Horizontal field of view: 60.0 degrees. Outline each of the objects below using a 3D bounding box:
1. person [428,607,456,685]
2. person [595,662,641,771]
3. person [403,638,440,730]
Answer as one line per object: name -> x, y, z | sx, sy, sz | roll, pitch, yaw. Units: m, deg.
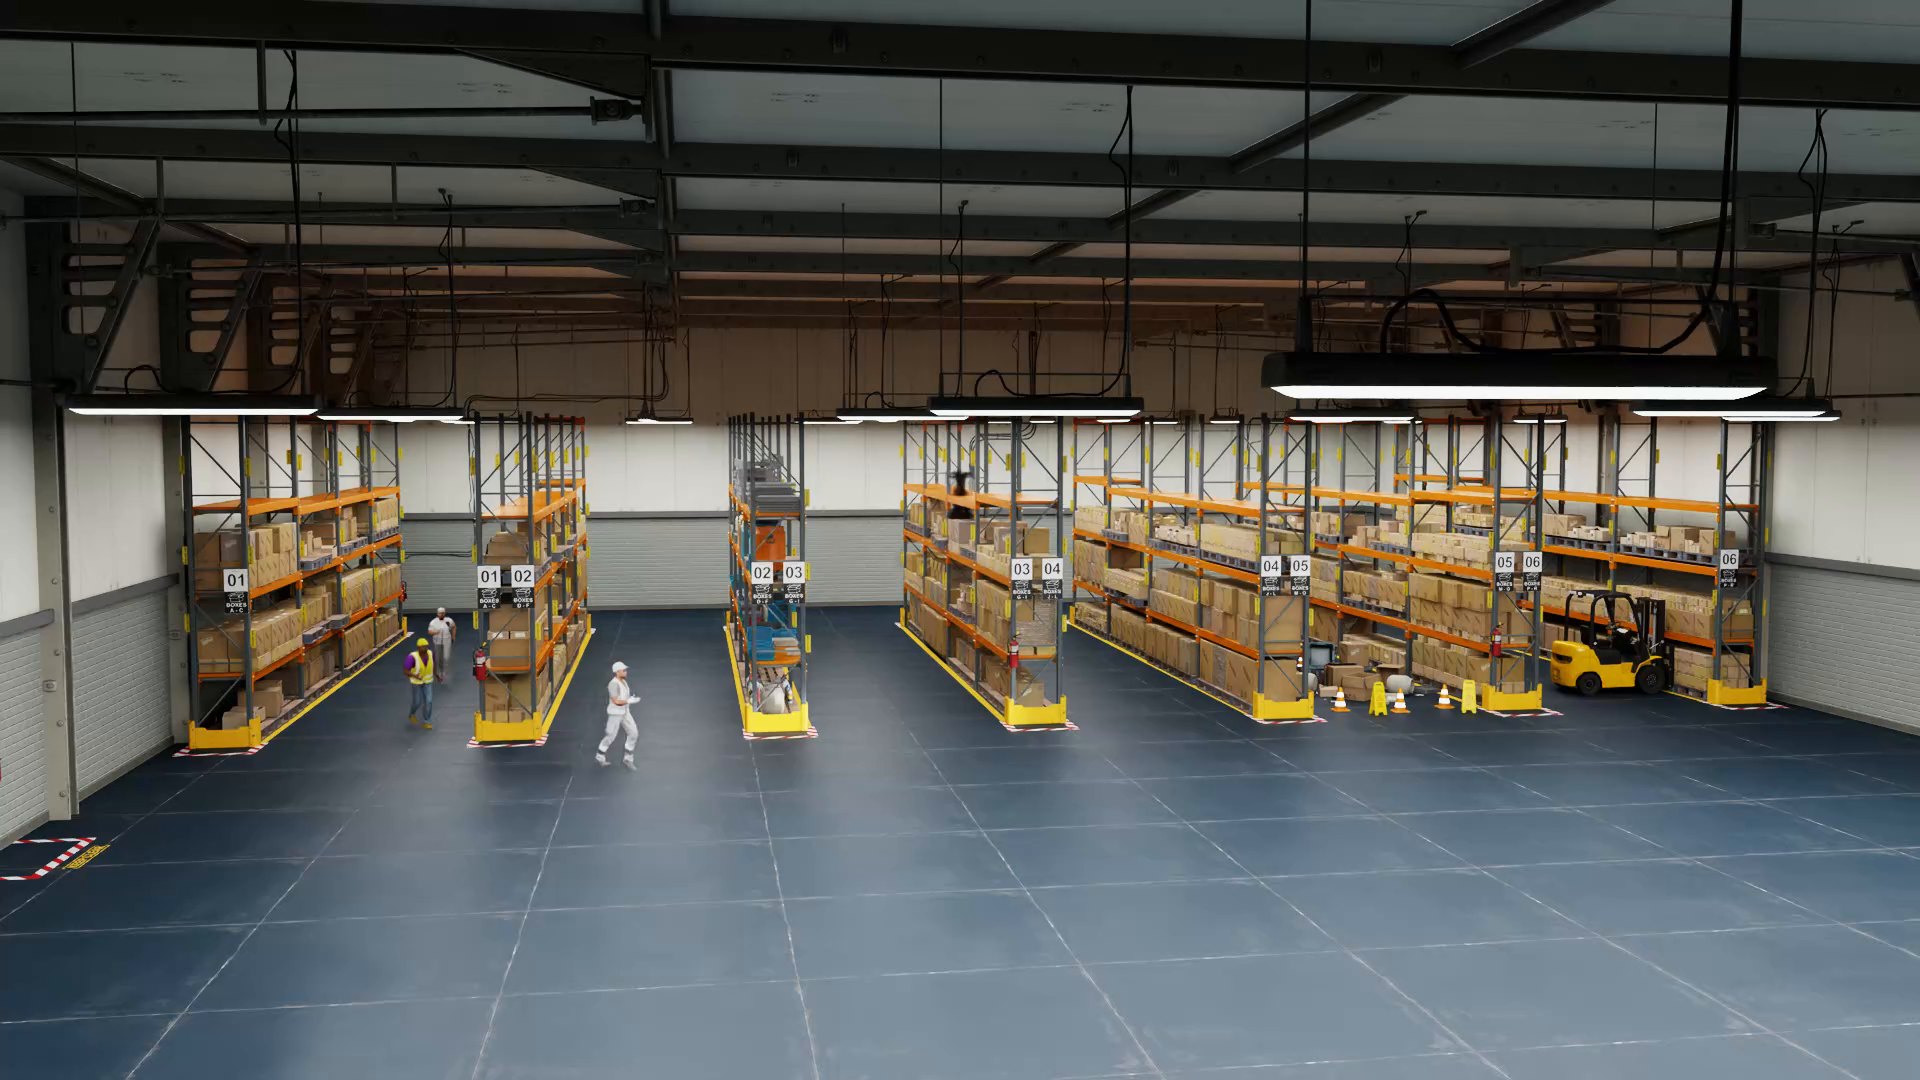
person -> -11.614, 2.354, 37.255 | 0.538, 1.705, 0.854 | -1, 4, -10
person -> -5.679, 2.944, 27.681 | 0.868, 1.842, 0.625 | 1, 4, 20
person -> -10.267, 2.711, 31.623 | 0.702, 1.730, 0.911 | -3, 5, -35
